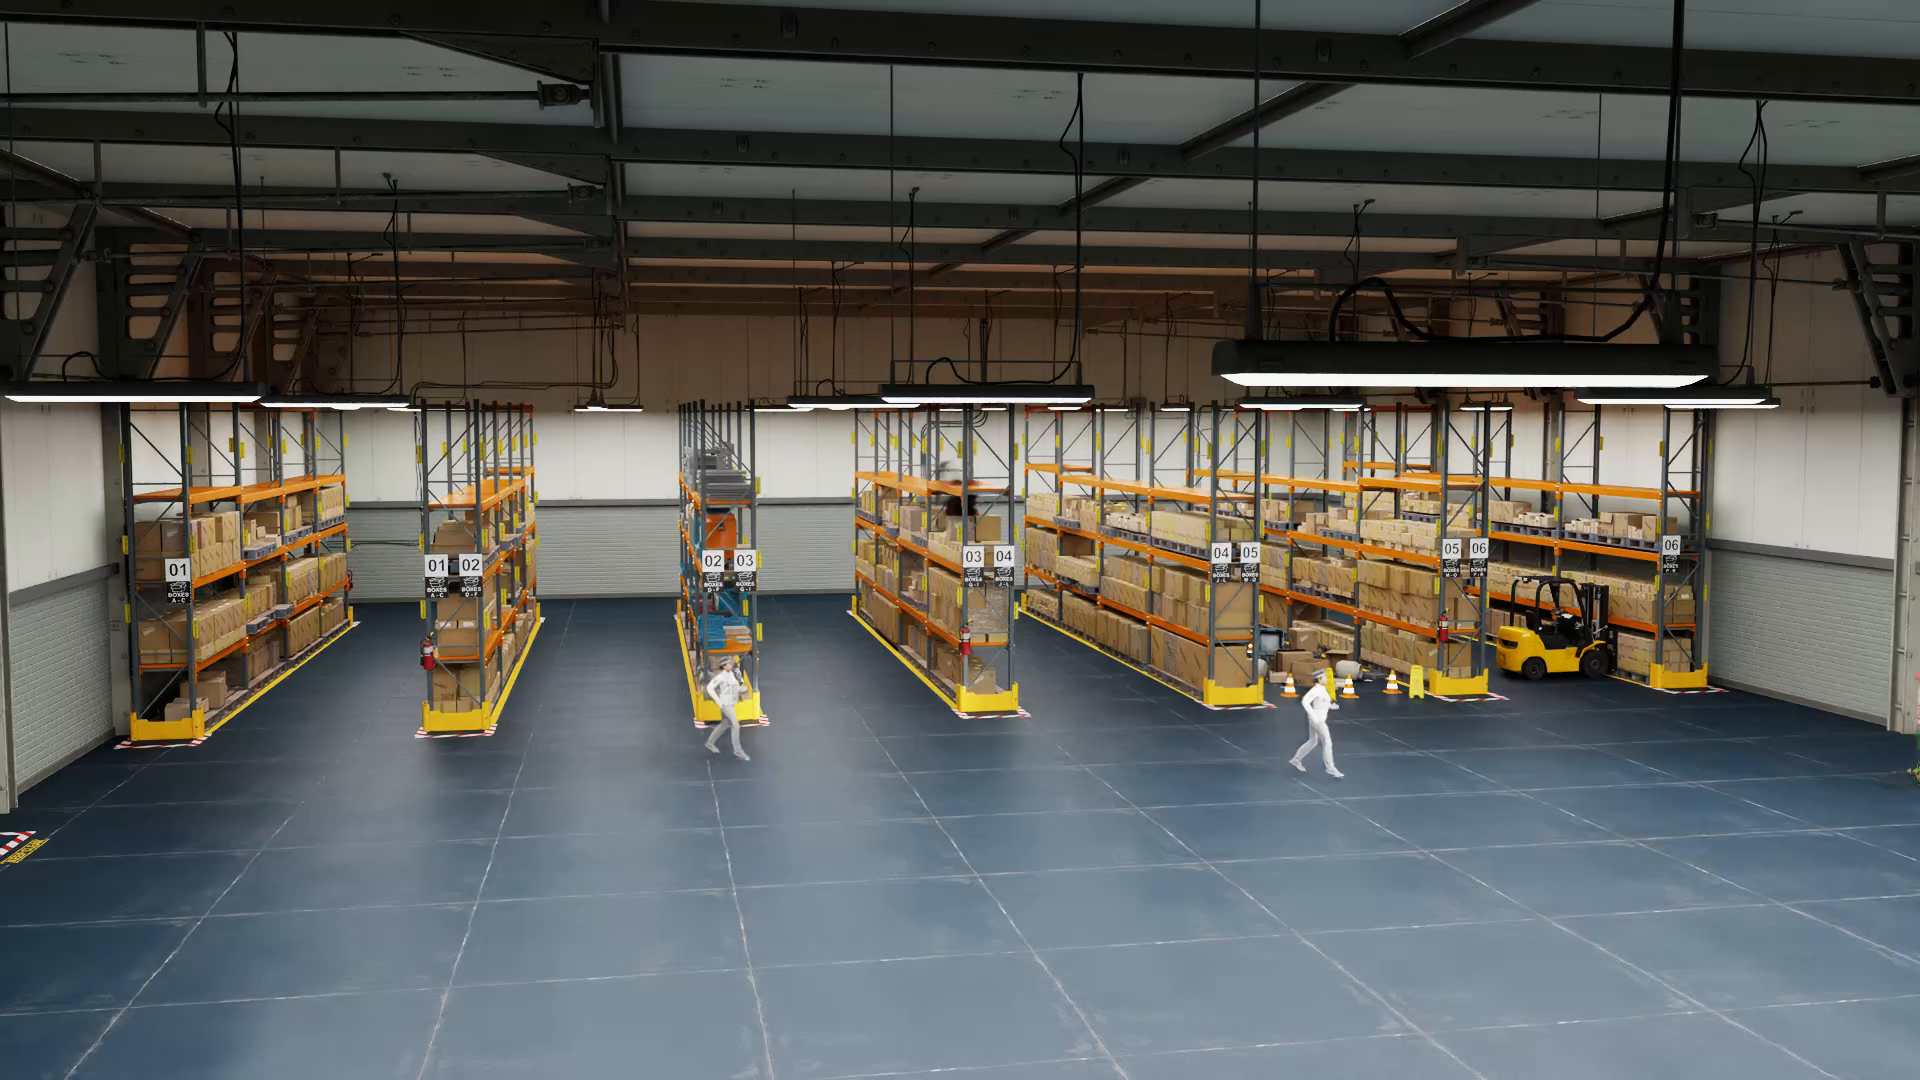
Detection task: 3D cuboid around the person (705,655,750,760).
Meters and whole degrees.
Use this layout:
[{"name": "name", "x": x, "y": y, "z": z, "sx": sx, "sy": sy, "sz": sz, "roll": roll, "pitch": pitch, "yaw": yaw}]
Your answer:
[{"name": "person", "x": -3.876, "y": 2.776, "z": 27.675, "sx": 0.834, "sy": 1.728, "sz": 0.596, "roll": 1, "pitch": 4, "yaw": 13}]

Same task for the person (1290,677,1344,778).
[{"name": "person", "x": 5.659, "y": 2.895, "z": 26.269, "sx": 0.832, "sy": 1.667, "sz": 0.485, "roll": 1, "pitch": 4, "yaw": 16}]

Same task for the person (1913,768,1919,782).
[{"name": "person", "x": 14.837, "y": 2.952, "z": 25.175, "sx": 0.633, "sy": 1.761, "sz": 0.681, "roll": 3, "pitch": 6, "yaw": 39}]
